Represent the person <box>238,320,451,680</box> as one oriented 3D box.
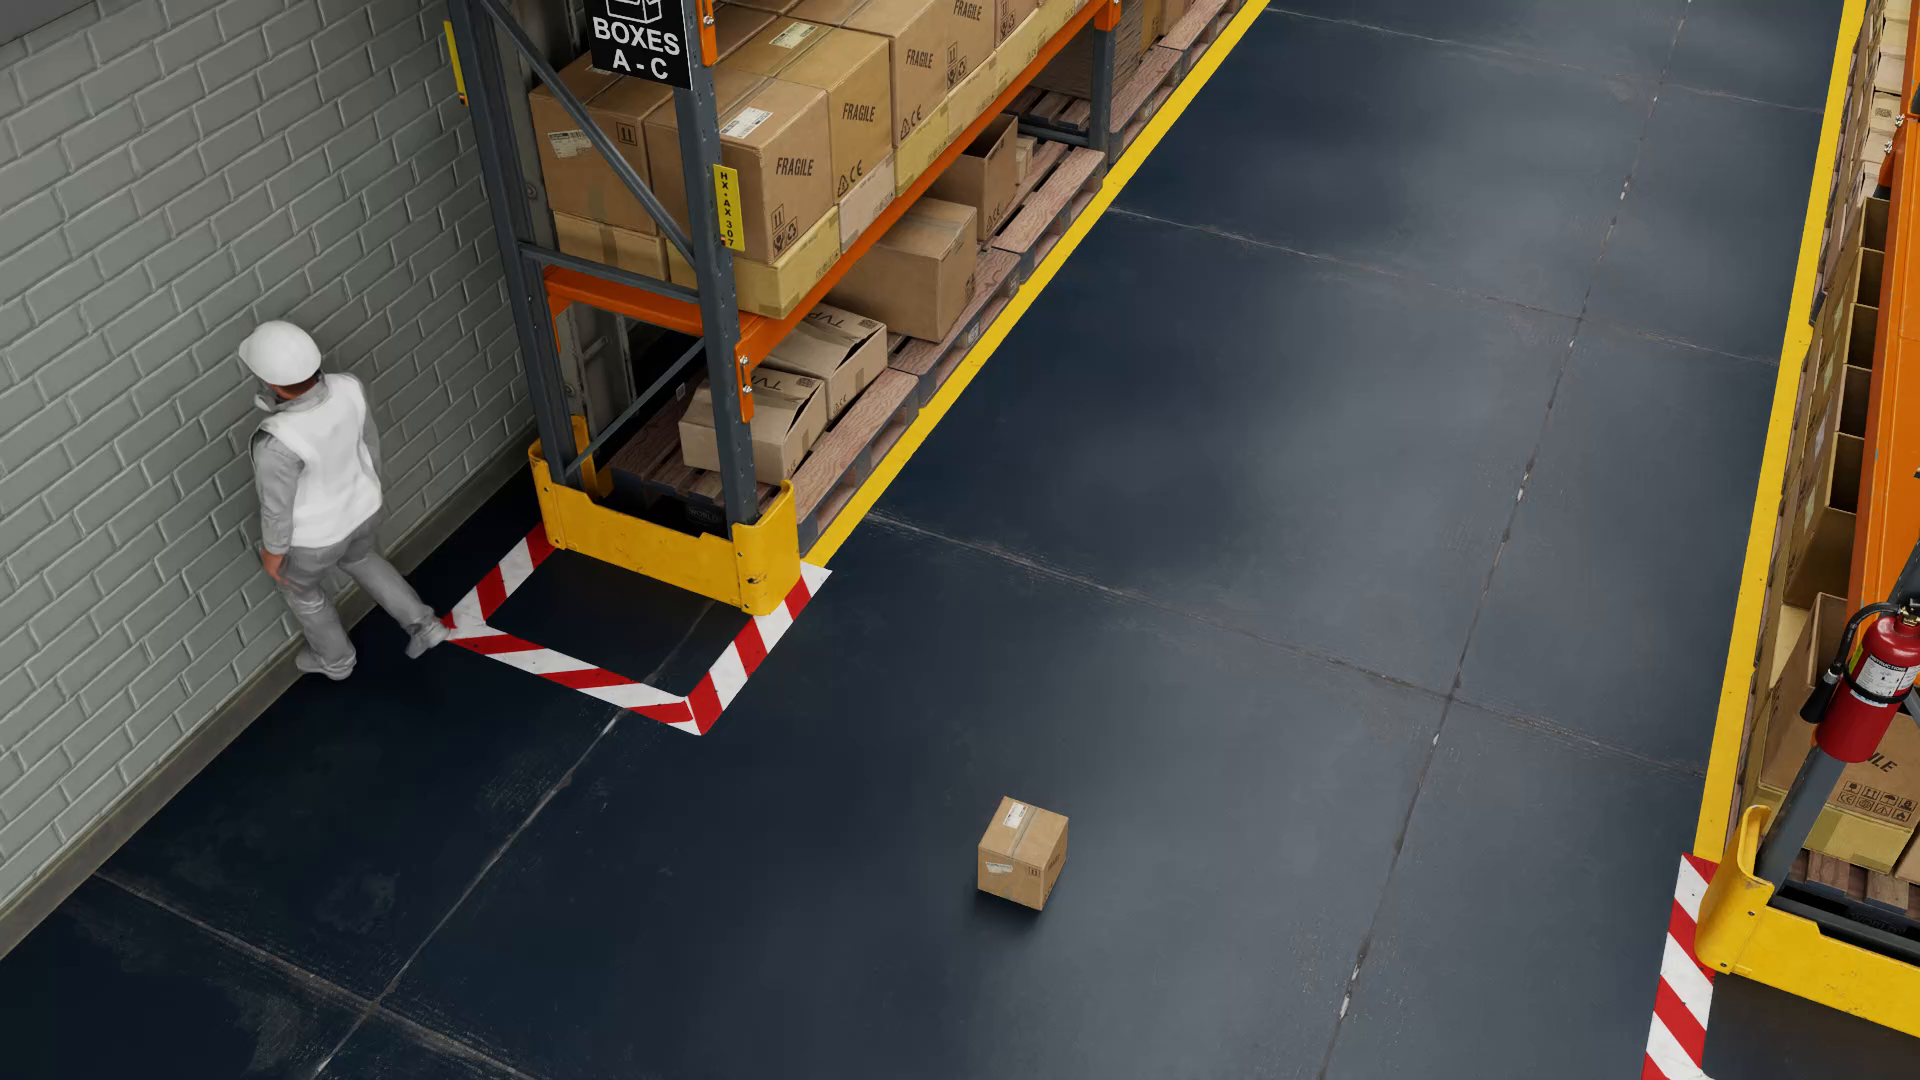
[{"bbox_3d":[-2.415,-0.124,6.251,0.691,1.734,0.558,17,45,18],"label":"person"}]
